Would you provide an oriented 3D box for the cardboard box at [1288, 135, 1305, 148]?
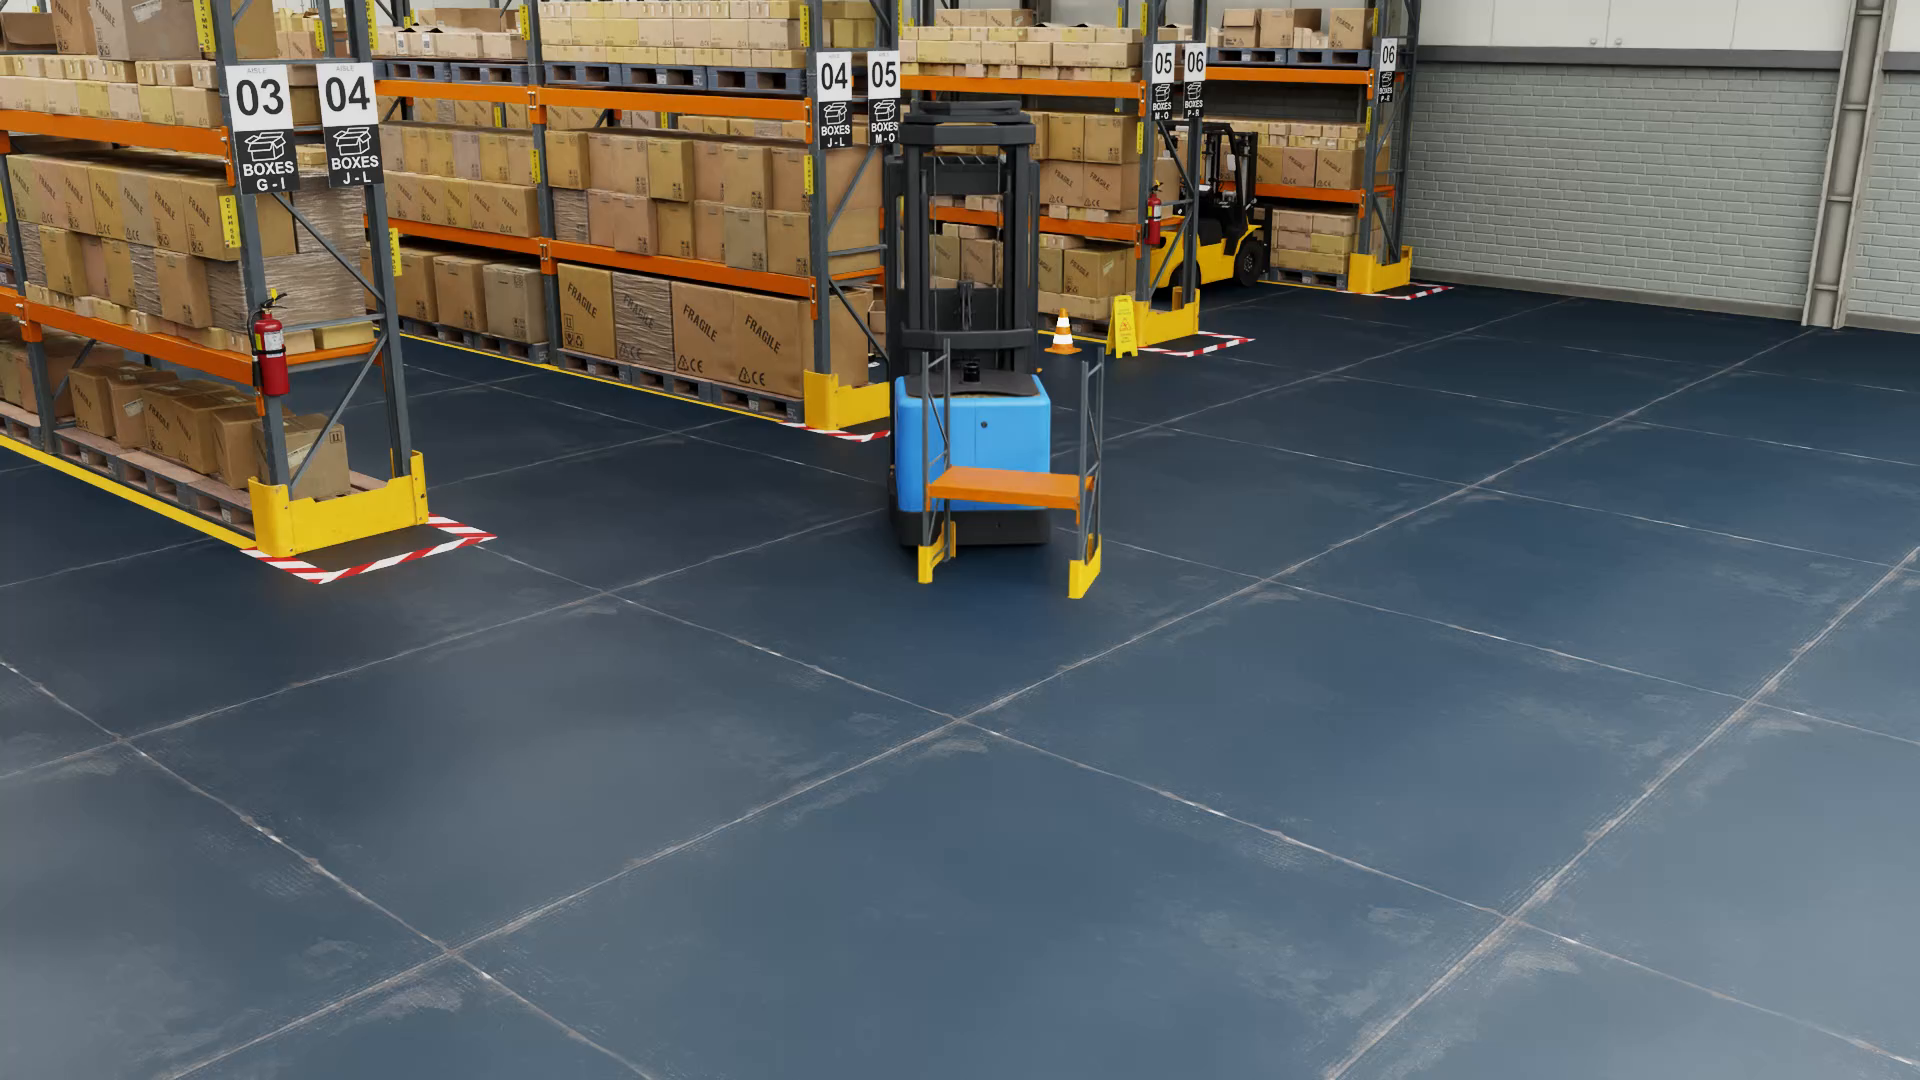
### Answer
[{"bbox_3d":[4.604,-5.344,22.256,0.250,0.149,0.380,15,23,39],"label":"cardboard box"}]

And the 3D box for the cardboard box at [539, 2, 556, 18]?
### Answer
[{"bbox_3d":[-3.856,-5.146,16.145,0.250,0.149,0.380,15,23,40],"label":"cardboard box"}]

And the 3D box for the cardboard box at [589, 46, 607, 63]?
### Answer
[{"bbox_3d":[-3.288,-4.613,15.786,0.250,0.149,0.380,15,23,38],"label":"cardboard box"}]

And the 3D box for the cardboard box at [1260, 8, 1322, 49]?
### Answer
[{"bbox_3d":[4.399,-6.806,22.114,0.500,0.500,0.700,15,23,40],"label":"cardboard box"}]

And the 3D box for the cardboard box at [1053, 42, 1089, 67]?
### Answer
[{"bbox_3d":[1.371,-5.341,18.279,0.500,0.250,0.500,15,23,39],"label":"cardboard box"}]

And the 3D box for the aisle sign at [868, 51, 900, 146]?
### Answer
[{"bbox_3d":[-0.658,-3.847,14.478,0.004,0.787,0.394,15,23,39],"label":"aisle sign"}]

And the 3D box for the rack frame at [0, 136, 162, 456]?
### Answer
[{"bbox_3d":[-7.270,-2.256,13.761,0.127,3.000,1.000,15,23,39],"label":"rack frame"}]

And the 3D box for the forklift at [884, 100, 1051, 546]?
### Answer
[{"bbox_3d":[0.006,-1.752,12.287,1.130,2.935,3.031,-1,18,-4],"label":"forklift"}]

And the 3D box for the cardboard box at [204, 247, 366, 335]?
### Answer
[{"bbox_3d":[-4.671,-1.759,11.538,0.500,0.500,0.875,15,23,39],"label":"cardboard box"}]

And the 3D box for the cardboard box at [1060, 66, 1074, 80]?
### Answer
[{"bbox_3d":[1.318,-5.183,18.440,0.250,0.149,0.380,15,23,40],"label":"cardboard box"}]

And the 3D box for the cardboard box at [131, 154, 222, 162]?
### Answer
[{"bbox_3d":[-6.003,-2.693,12.829,0.500,0.500,0.500,15,23,39],"label":"cardboard box"}]

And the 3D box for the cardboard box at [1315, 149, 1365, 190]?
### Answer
[{"bbox_3d":[5.049,-4.906,21.945,0.500,0.500,0.500,14,23,38],"label":"cardboard box"}]

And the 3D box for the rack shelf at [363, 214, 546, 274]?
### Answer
[{"bbox_3d":[-5.398,-3.416,18.607,4.000,0.370,1.077,15,23,39],"label":"rack shelf"}]

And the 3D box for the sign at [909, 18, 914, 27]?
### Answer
[{"bbox_3d":[-0.754,-7.979,25.980,0.005,0.325,0.100,15,23,39],"label":"sign"}]

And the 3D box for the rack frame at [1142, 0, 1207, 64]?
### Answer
[{"bbox_3d":[2.300,-6.554,17.387,0.127,3.000,1.000,15,23,39],"label":"rack frame"}]

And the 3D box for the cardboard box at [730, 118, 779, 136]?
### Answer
[{"bbox_3d":[-2.705,-5.340,22.127,0.500,0.500,0.500,16,23,40],"label":"cardboard box"}]

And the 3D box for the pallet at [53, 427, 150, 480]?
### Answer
[{"bbox_3d":[-6.744,-0.800,13.783,1.213,0.211,1.003,15,23,39],"label":"pallet"}]

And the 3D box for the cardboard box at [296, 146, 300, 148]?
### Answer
[{"bbox_3d":[-8.149,-4.676,20.124,0.250,0.149,0.380,16,24,41],"label":"cardboard box"}]

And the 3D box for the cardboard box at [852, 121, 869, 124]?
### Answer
[{"bbox_3d":[-1.228,-5.147,21.520,0.500,0.500,0.500,15,23,39],"label":"cardboard box"}]

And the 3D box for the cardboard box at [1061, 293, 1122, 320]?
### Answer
[{"bbox_3d":[1.498,-2.691,18.982,0.500,0.250,0.500,15,23,39],"label":"cardboard box"}]

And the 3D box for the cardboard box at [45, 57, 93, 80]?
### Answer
[{"bbox_3d":[-6.445,-3.459,12.182,0.250,0.149,0.380,14,23,38],"label":"cardboard box"}]

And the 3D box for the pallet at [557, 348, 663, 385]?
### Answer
[{"bbox_3d":[-3.385,-1.858,17.118,1.213,0.211,1.003,15,23,39],"label":"pallet"}]

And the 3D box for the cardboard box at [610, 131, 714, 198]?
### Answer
[{"bbox_3d":[-2.848,-3.638,16.084,0.550,0.550,0.875,15,23,39],"label":"cardboard box"}]

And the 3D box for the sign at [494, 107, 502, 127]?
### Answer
[{"bbox_3d":[-7.043,-6.429,25.347,0.005,0.325,0.100,15,23,39],"label":"sign"}]

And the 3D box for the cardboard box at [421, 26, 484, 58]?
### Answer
[{"bbox_3d":[-5.359,-5.295,17.666,0.500,0.311,0.500,14,22,37],"label":"cardboard box"}]

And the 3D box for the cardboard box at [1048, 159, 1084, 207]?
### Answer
[{"bbox_3d":[1.339,-4.032,18.702,0.500,0.500,0.500,15,23,39],"label":"cardboard box"}]

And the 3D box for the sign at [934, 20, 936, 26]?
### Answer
[{"bbox_3d":[-0.338,-6.298,20.685,0.005,0.325,0.100,15,23,39],"label":"sign"}]

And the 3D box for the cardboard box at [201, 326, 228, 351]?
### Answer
[{"bbox_3d":[-5.036,-1.432,11.581,0.250,0.149,0.380,15,23,39],"label":"cardboard box"}]

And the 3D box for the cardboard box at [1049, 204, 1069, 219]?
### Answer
[{"bbox_3d":[1.225,-3.729,18.817,0.250,0.149,0.380,16,23,40],"label":"cardboard box"}]

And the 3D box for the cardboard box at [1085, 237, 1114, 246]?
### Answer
[{"bbox_3d":[1.468,-3.275,19.584,0.500,0.500,0.500,14,22,37],"label":"cardboard box"}]

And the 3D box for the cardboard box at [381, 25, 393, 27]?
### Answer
[{"bbox_3d":[-9.271,-8.443,27.687,0.500,0.250,0.500,13,21,34],"label":"cardboard box"}]

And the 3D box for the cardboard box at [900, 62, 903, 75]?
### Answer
[{"bbox_3d":[-0.621,-5.689,20.034,0.250,0.149,0.380,15,23,38],"label":"cardboard box"}]

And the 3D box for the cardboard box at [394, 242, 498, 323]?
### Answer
[{"bbox_3d":[-5.842,-2.971,19.040,0.750,0.750,1.050,15,23,40],"label":"cardboard box"}]

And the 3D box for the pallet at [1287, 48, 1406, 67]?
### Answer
[{"bbox_3d":[5.080,-6.354,21.861,1.213,0.211,1.003,15,23,39],"label":"pallet"}]

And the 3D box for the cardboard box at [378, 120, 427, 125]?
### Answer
[{"bbox_3d":[-6.565,-4.593,19.306,0.500,0.500,0.700,15,23,39],"label":"cardboard box"}]

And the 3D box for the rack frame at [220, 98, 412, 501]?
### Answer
[{"bbox_3d":[-4.278,-1.453,11.230,0.127,3.000,1.000,15,23,39],"label":"rack frame"}]

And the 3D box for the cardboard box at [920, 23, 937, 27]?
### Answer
[{"bbox_3d":[-0.484,-8.251,26.791,0.250,0.149,0.380,14,22,37],"label":"cardboard box"}]

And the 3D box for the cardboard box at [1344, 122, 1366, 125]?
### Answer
[{"bbox_3d":[5.325,-5.500,22.255,0.250,0.149,0.380,16,24,41],"label":"cardboard box"}]

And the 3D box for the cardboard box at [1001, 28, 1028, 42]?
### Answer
[{"bbox_3d":[0.681,-5.686,18.708,0.250,0.149,0.380,16,23,41],"label":"cardboard box"}]

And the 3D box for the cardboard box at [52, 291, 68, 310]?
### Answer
[{"bbox_3d":[-6.925,-1.928,13.143,0.250,0.149,0.380,15,23,39],"label":"cardboard box"}]

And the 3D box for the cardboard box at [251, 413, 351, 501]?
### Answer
[{"bbox_3d":[-4.734,-0.591,11.952,0.500,0.500,0.500,-13,22,-36],"label":"cardboard box"}]

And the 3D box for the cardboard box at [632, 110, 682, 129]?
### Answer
[{"bbox_3d":[-4.244,-5.870,23.331,0.500,0.500,0.500,14,23,38],"label":"cardboard box"}]

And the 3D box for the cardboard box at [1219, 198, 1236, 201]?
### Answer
[{"bbox_3d":[3.855,-4.730,23.755,0.500,0.250,0.500,15,23,40],"label":"cardboard box"}]

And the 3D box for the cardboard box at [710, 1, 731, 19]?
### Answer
[{"bbox_3d":[-1.960,-4.637,14.542,0.250,0.149,0.380,16,23,40],"label":"cardboard box"}]

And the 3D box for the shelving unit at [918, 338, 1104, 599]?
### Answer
[{"bbox_3d":[0.326,-0.474,10.626,1.083,1.500,0.587,5,18,16],"label":"shelving unit"}]

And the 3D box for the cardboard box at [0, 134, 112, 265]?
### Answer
[{"bbox_3d":[-7.771,-2.933,14.209,1.000,1.000,1.000,15,23,40],"label":"cardboard box"}]

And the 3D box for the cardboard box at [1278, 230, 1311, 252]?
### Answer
[{"bbox_3d":[4.652,-4.077,22.523,0.500,0.250,0.500,15,23,39],"label":"cardboard box"}]

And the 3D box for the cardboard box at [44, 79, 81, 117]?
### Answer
[{"bbox_3d":[-6.340,-3.258,12.209,0.500,0.250,0.500,14,22,37],"label":"cardboard box"}]

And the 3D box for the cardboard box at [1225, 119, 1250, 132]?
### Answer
[{"bbox_3d":[3.856,-5.702,22.892,0.250,0.149,0.380,15,23,39],"label":"cardboard box"}]

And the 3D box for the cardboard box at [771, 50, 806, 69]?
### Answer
[{"bbox_3d":[-1.384,-4.102,14.177,0.250,0.149,0.380,15,23,39],"label":"cardboard box"}]

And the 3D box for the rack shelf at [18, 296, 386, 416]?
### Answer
[{"bbox_3d":[-5.774,-1.511,12.604,4.000,0.370,1.077,15,23,39],"label":"rack shelf"}]

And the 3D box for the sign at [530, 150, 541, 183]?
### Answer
[{"bbox_3d":[-4.255,-3.747,16.677,0.005,0.325,0.100,15,23,39],"label":"sign"}]

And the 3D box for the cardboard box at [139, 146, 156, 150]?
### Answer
[{"bbox_3d":[-10.823,-5.291,22.668,0.500,0.500,0.500,14,23,38],"label":"cardboard box"}]

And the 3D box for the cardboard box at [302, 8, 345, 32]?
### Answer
[{"bbox_3d":[-7.369,-6.026,19.250,0.258,0.266,0.396,15,23,39],"label":"cardboard box"}]
